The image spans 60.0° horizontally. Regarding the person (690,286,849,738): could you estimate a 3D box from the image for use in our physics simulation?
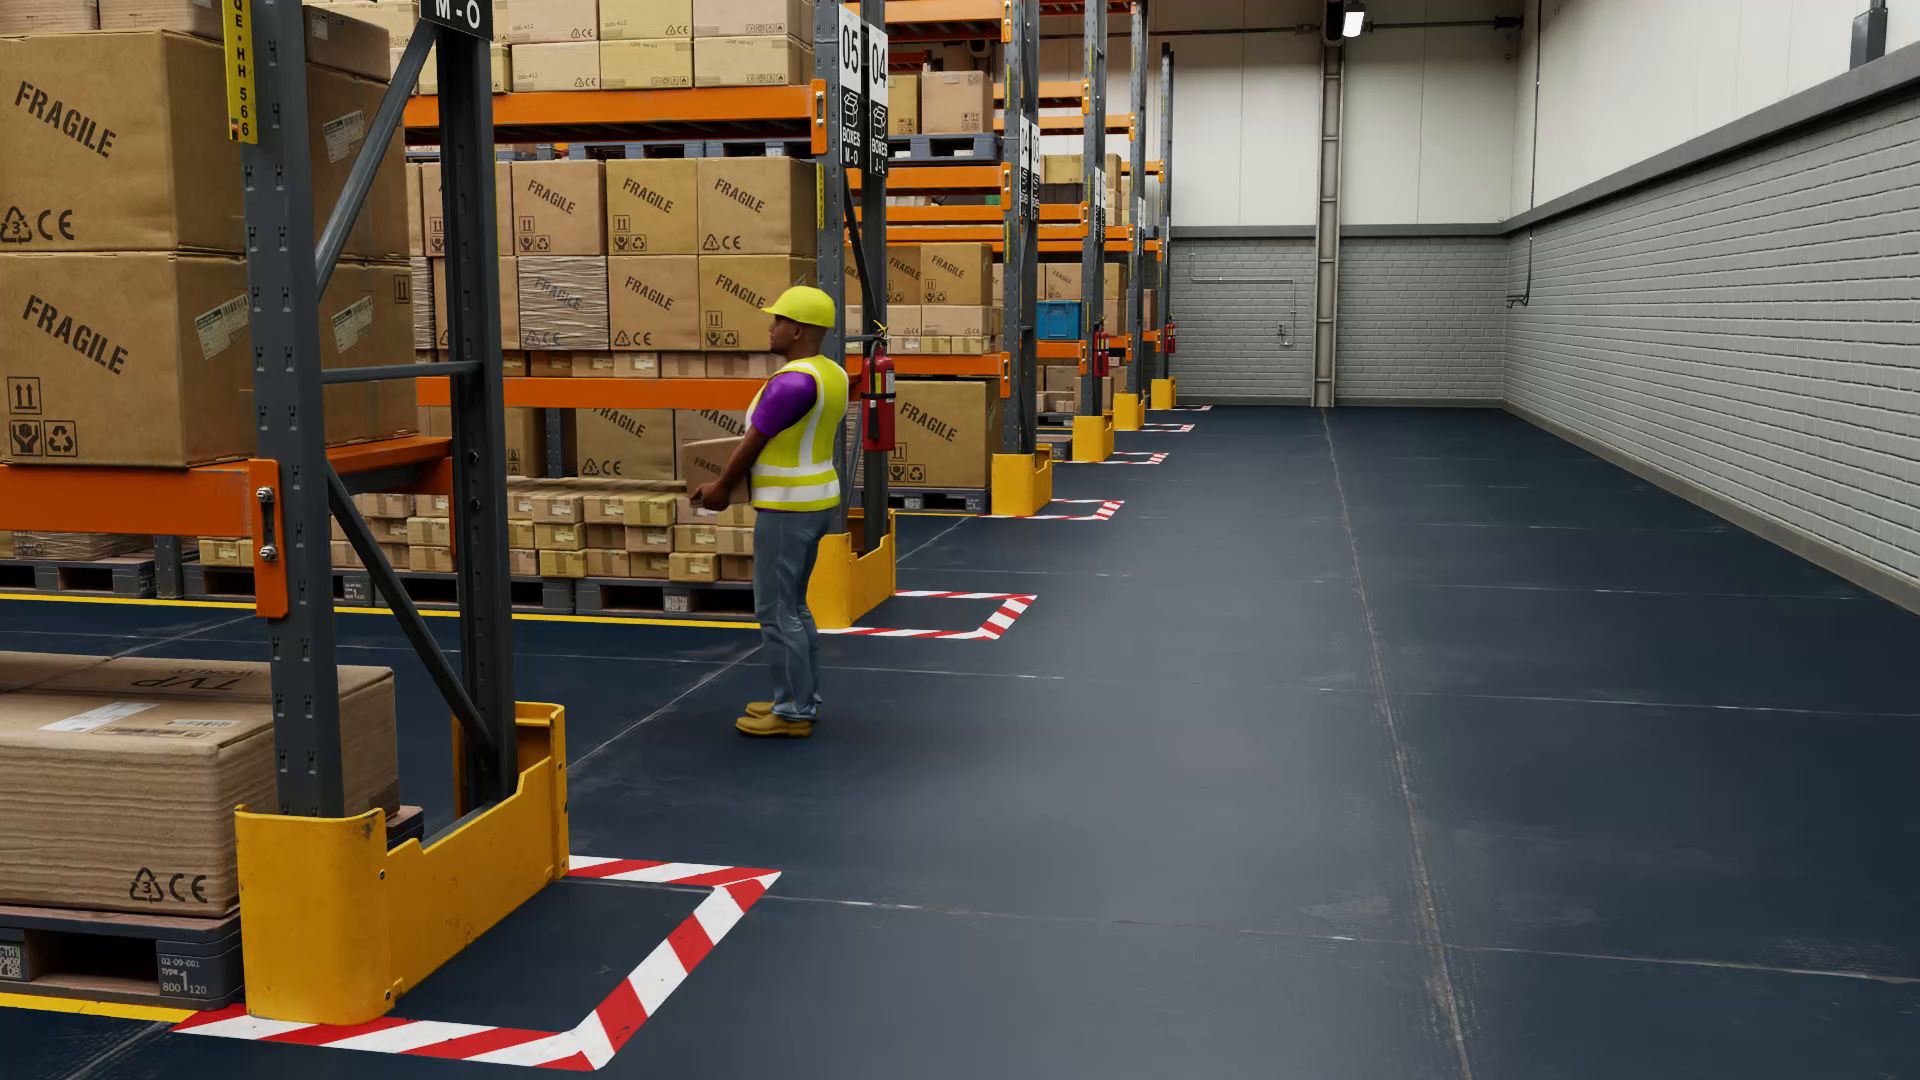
[{"bbox_3d":[-0.754,-0.116,6.588,0.577,1.758,0.503,2,8,12],"label":"person"}]
